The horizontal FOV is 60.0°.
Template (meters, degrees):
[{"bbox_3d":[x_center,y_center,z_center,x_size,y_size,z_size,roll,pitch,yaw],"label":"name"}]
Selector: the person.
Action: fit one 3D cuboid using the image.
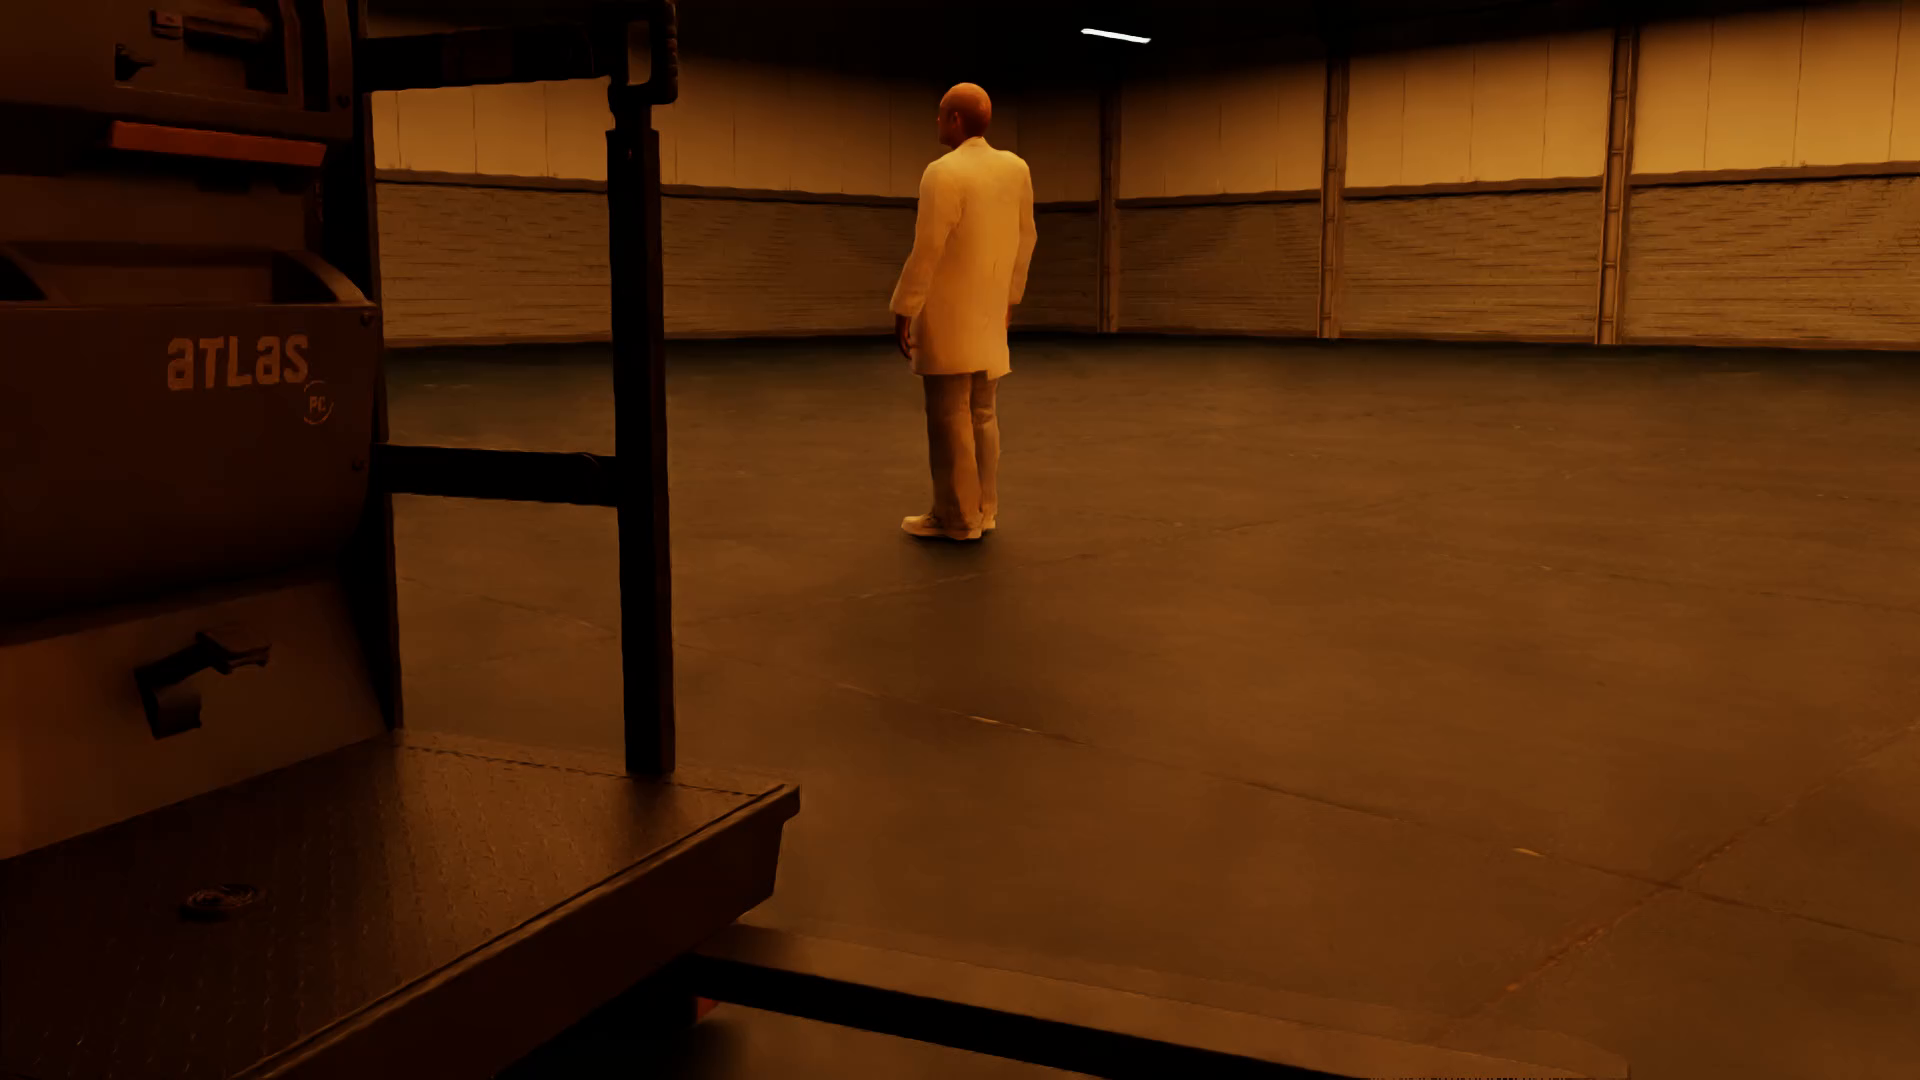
[{"bbox_3d":[-0.062,-0.896,6.650,0.579,1.776,0.694,8,12,43],"label":"person"}]
